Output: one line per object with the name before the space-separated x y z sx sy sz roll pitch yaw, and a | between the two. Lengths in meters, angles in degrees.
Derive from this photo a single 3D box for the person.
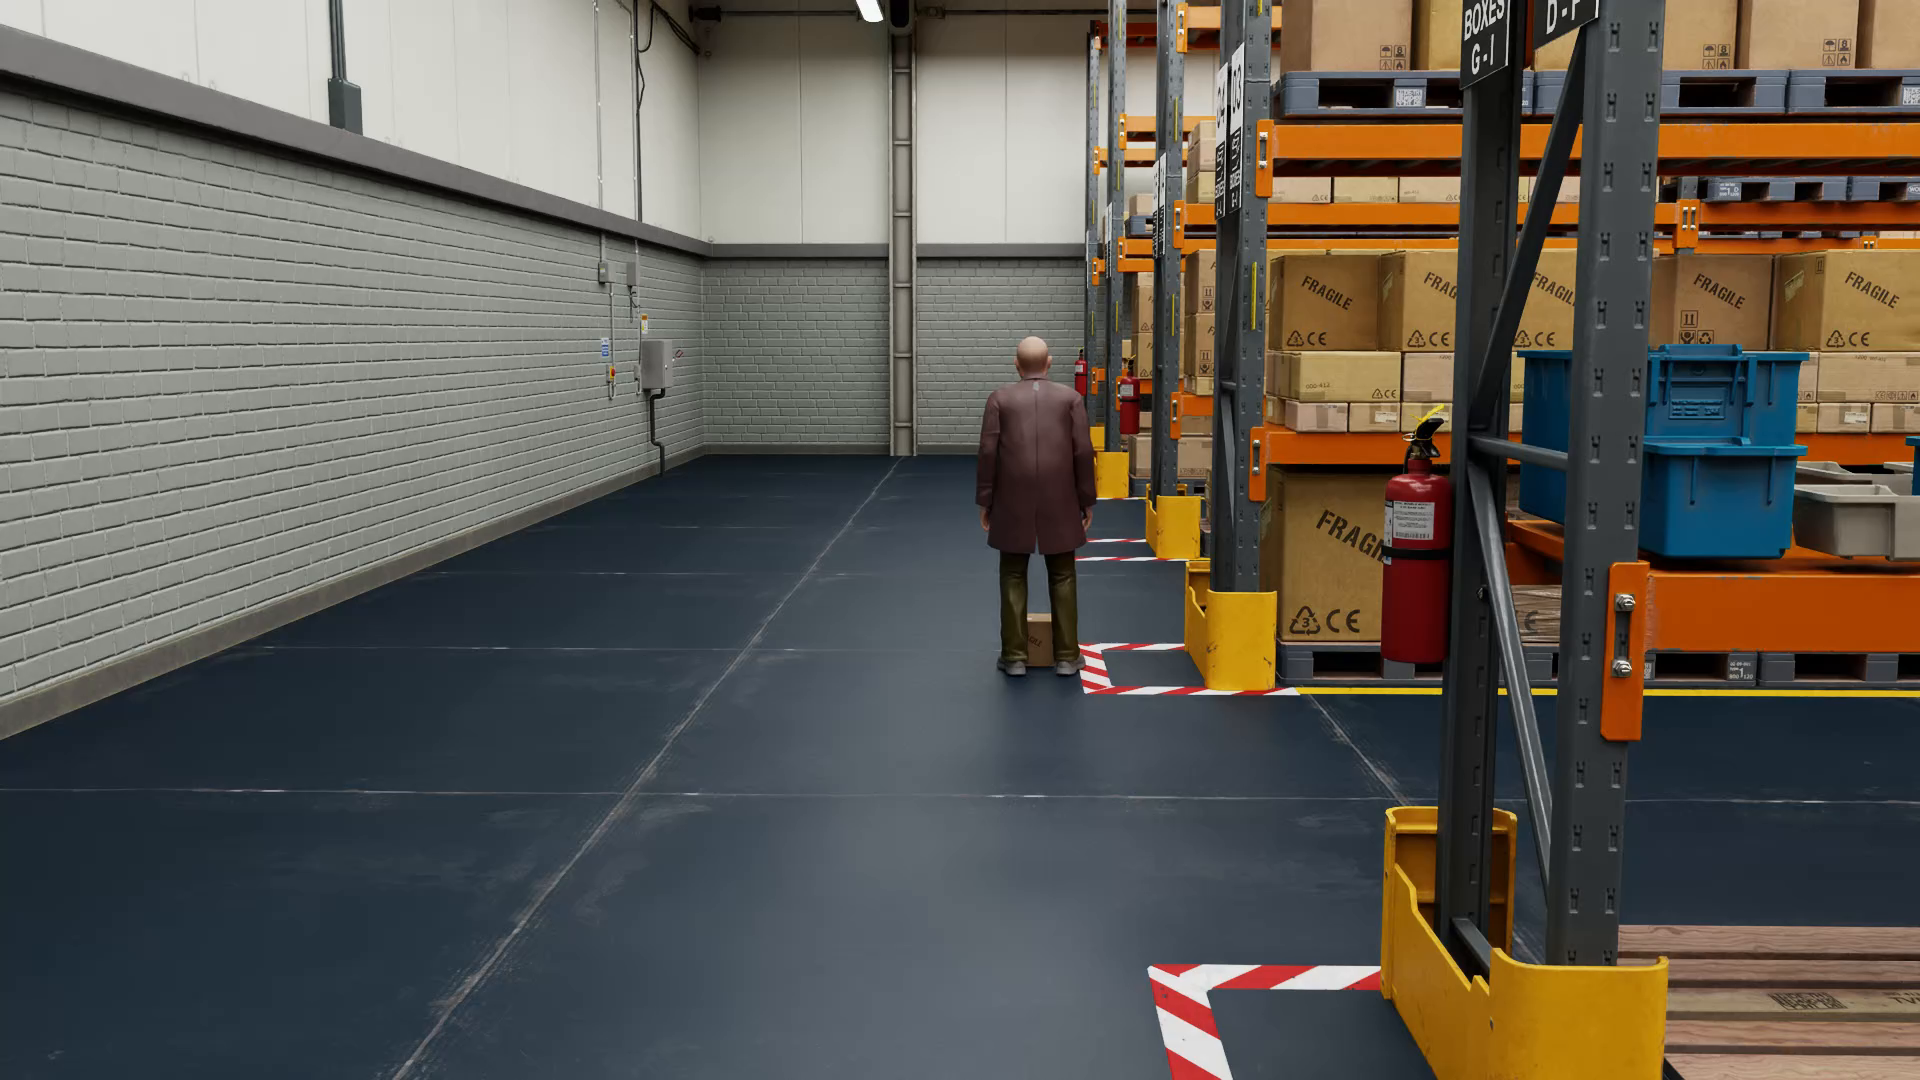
person | 0.401 -0.179 8.771 0.642 1.773 0.428 0 7 1
